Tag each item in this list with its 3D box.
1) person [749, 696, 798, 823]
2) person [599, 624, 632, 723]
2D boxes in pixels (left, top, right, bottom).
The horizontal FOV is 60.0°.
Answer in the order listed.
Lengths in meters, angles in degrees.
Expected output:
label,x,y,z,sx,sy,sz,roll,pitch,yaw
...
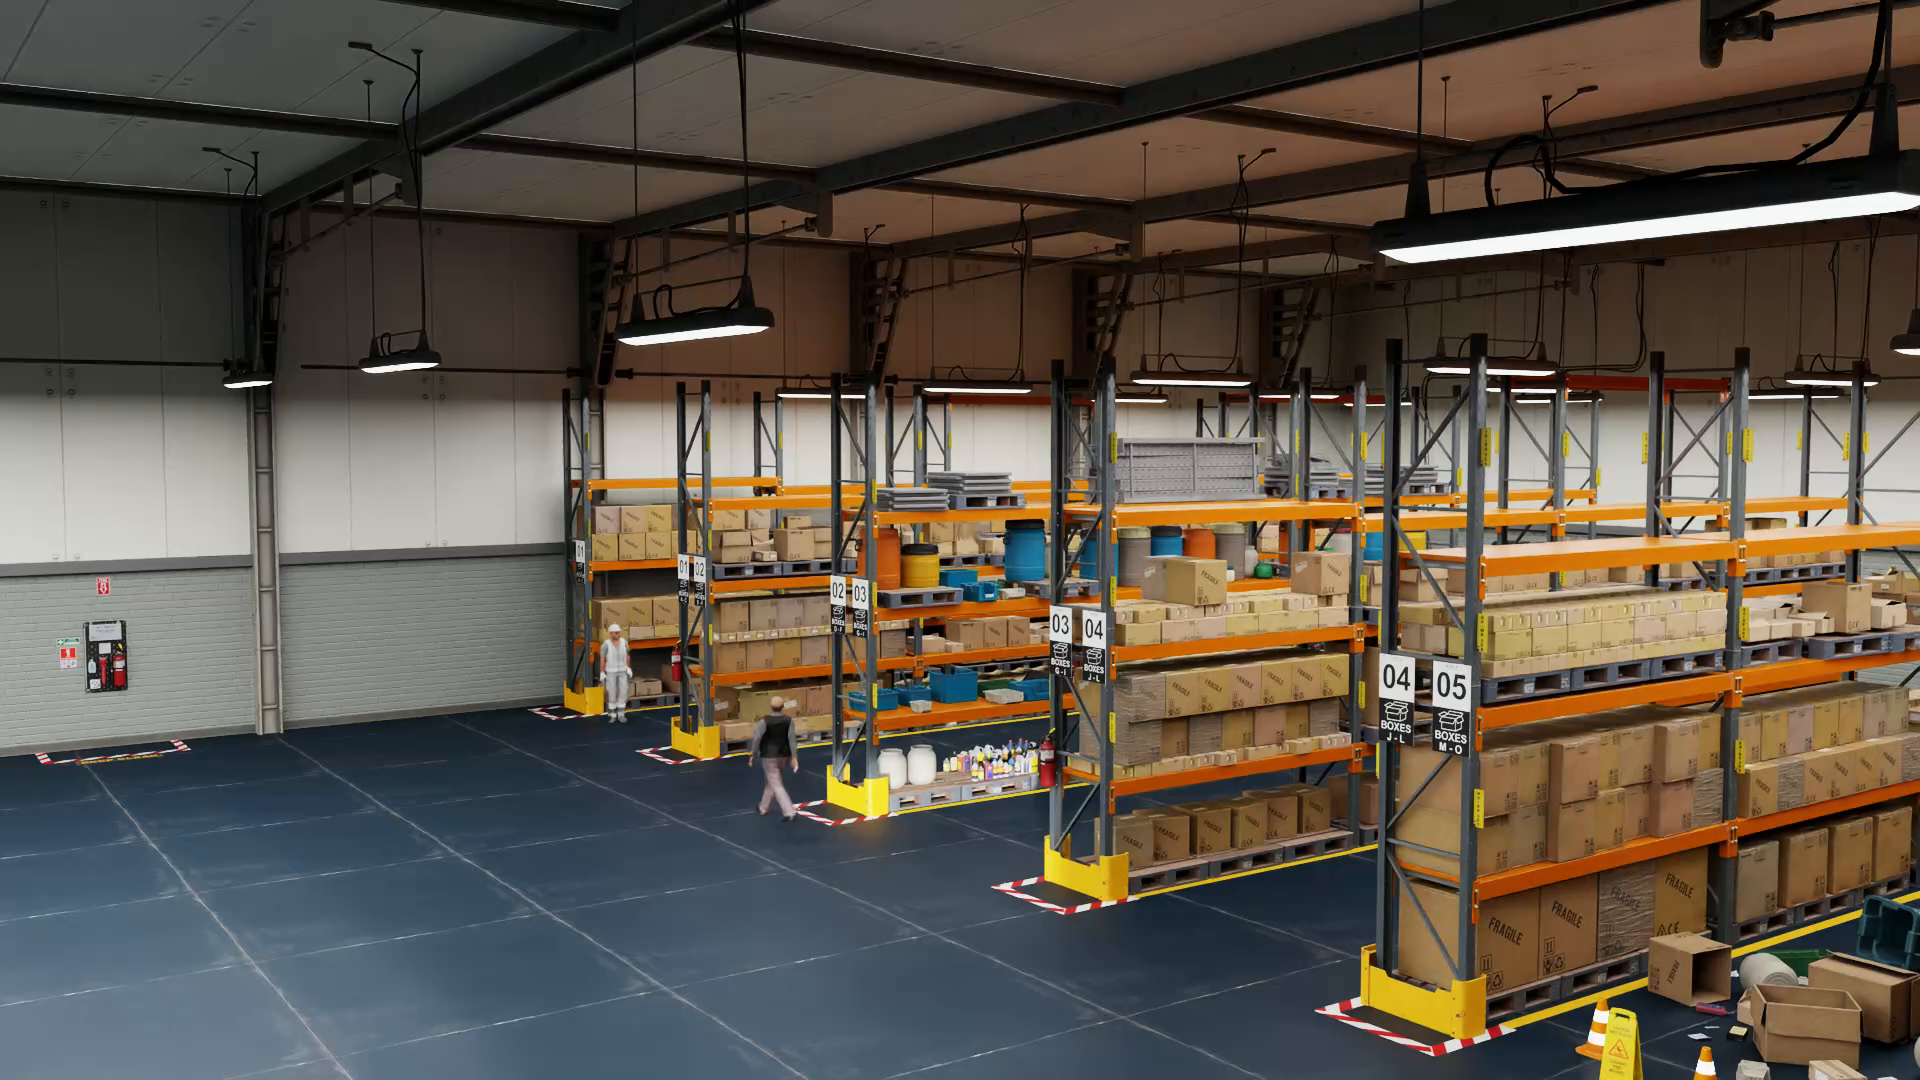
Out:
label,x,y,z,sx,sy,sz,roll,pitch,yaw
person,-2.496,2.904,22.120,1.022,1.679,0.516,3,5,38
person,-6.127,2.371,29.618,0.605,1.785,0.417,-2,4,-30
